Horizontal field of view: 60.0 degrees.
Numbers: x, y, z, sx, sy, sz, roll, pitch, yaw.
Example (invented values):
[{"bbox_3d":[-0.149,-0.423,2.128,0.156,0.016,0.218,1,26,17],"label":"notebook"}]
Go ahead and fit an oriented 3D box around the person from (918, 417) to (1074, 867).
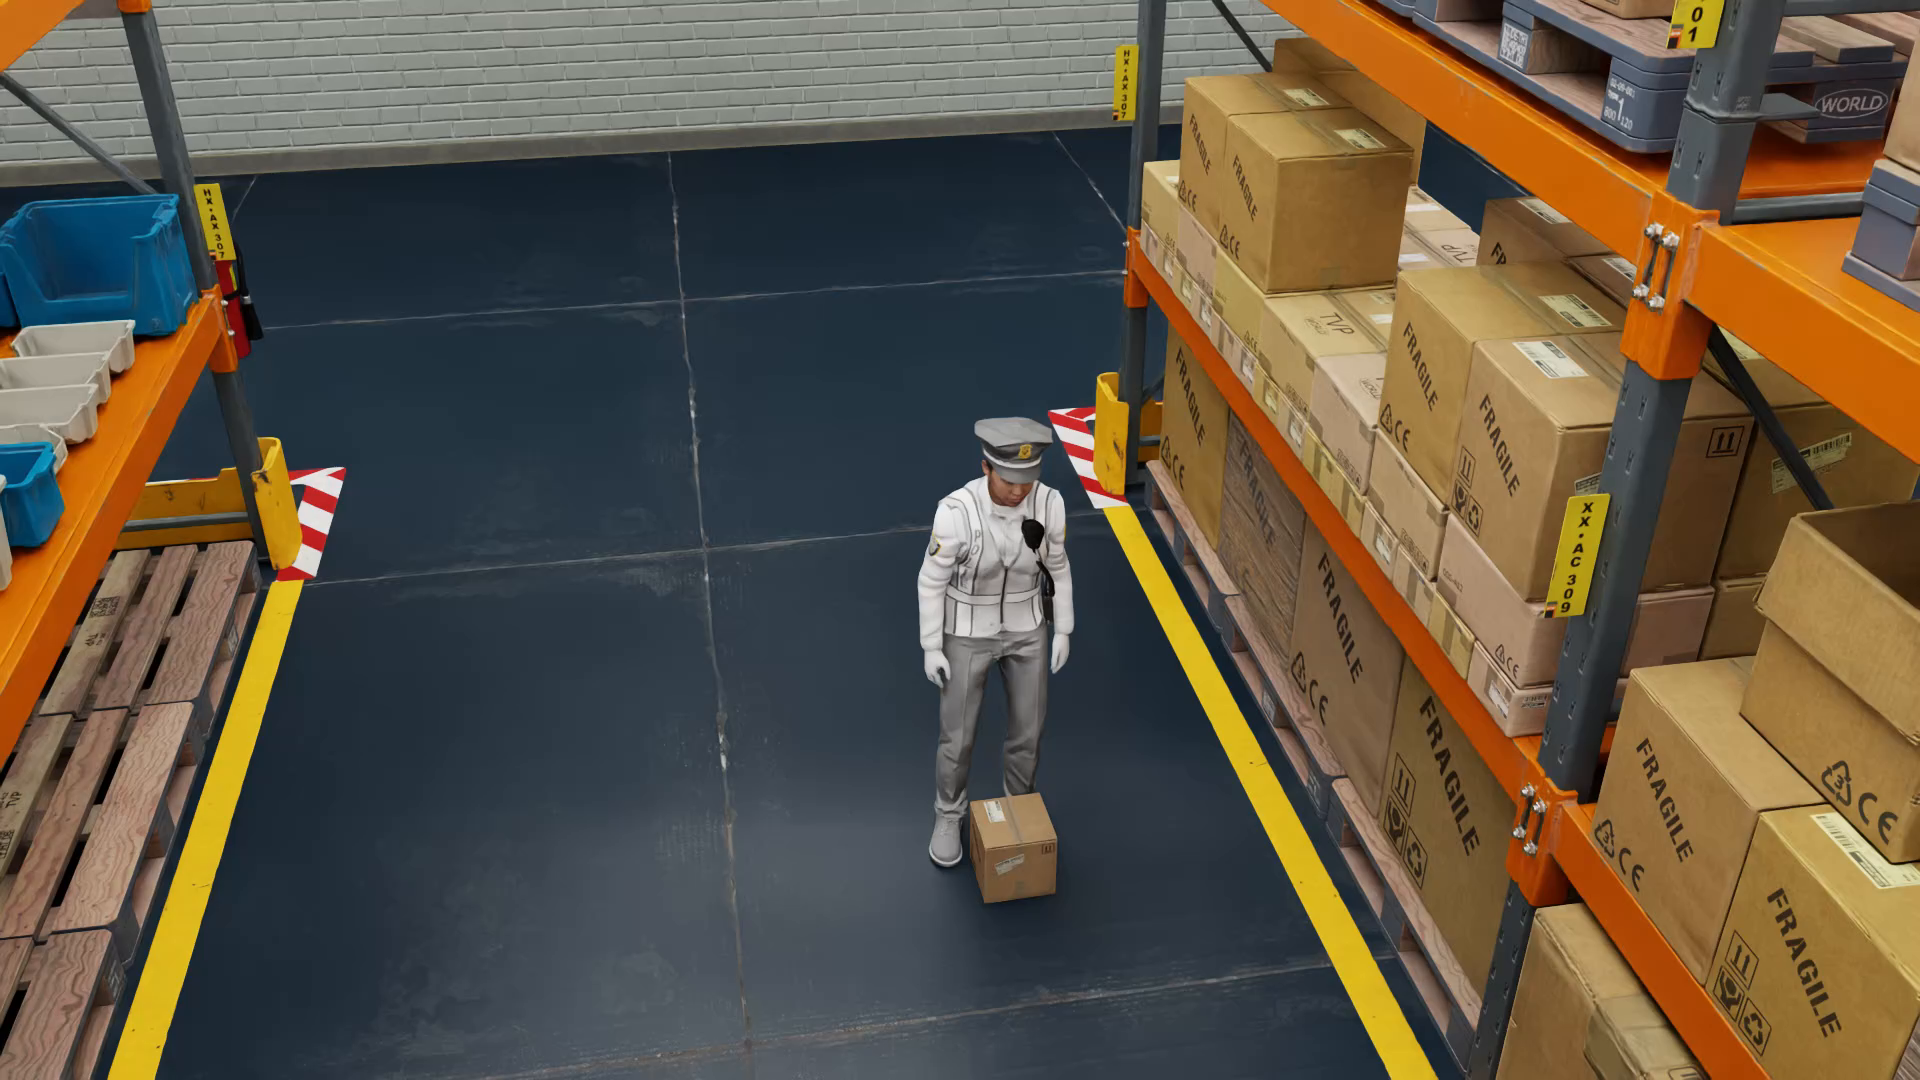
[{"bbox_3d":[0.125,0.333,5.572,0.532,1.663,0.372,-7,32,-11],"label":"person"}]
